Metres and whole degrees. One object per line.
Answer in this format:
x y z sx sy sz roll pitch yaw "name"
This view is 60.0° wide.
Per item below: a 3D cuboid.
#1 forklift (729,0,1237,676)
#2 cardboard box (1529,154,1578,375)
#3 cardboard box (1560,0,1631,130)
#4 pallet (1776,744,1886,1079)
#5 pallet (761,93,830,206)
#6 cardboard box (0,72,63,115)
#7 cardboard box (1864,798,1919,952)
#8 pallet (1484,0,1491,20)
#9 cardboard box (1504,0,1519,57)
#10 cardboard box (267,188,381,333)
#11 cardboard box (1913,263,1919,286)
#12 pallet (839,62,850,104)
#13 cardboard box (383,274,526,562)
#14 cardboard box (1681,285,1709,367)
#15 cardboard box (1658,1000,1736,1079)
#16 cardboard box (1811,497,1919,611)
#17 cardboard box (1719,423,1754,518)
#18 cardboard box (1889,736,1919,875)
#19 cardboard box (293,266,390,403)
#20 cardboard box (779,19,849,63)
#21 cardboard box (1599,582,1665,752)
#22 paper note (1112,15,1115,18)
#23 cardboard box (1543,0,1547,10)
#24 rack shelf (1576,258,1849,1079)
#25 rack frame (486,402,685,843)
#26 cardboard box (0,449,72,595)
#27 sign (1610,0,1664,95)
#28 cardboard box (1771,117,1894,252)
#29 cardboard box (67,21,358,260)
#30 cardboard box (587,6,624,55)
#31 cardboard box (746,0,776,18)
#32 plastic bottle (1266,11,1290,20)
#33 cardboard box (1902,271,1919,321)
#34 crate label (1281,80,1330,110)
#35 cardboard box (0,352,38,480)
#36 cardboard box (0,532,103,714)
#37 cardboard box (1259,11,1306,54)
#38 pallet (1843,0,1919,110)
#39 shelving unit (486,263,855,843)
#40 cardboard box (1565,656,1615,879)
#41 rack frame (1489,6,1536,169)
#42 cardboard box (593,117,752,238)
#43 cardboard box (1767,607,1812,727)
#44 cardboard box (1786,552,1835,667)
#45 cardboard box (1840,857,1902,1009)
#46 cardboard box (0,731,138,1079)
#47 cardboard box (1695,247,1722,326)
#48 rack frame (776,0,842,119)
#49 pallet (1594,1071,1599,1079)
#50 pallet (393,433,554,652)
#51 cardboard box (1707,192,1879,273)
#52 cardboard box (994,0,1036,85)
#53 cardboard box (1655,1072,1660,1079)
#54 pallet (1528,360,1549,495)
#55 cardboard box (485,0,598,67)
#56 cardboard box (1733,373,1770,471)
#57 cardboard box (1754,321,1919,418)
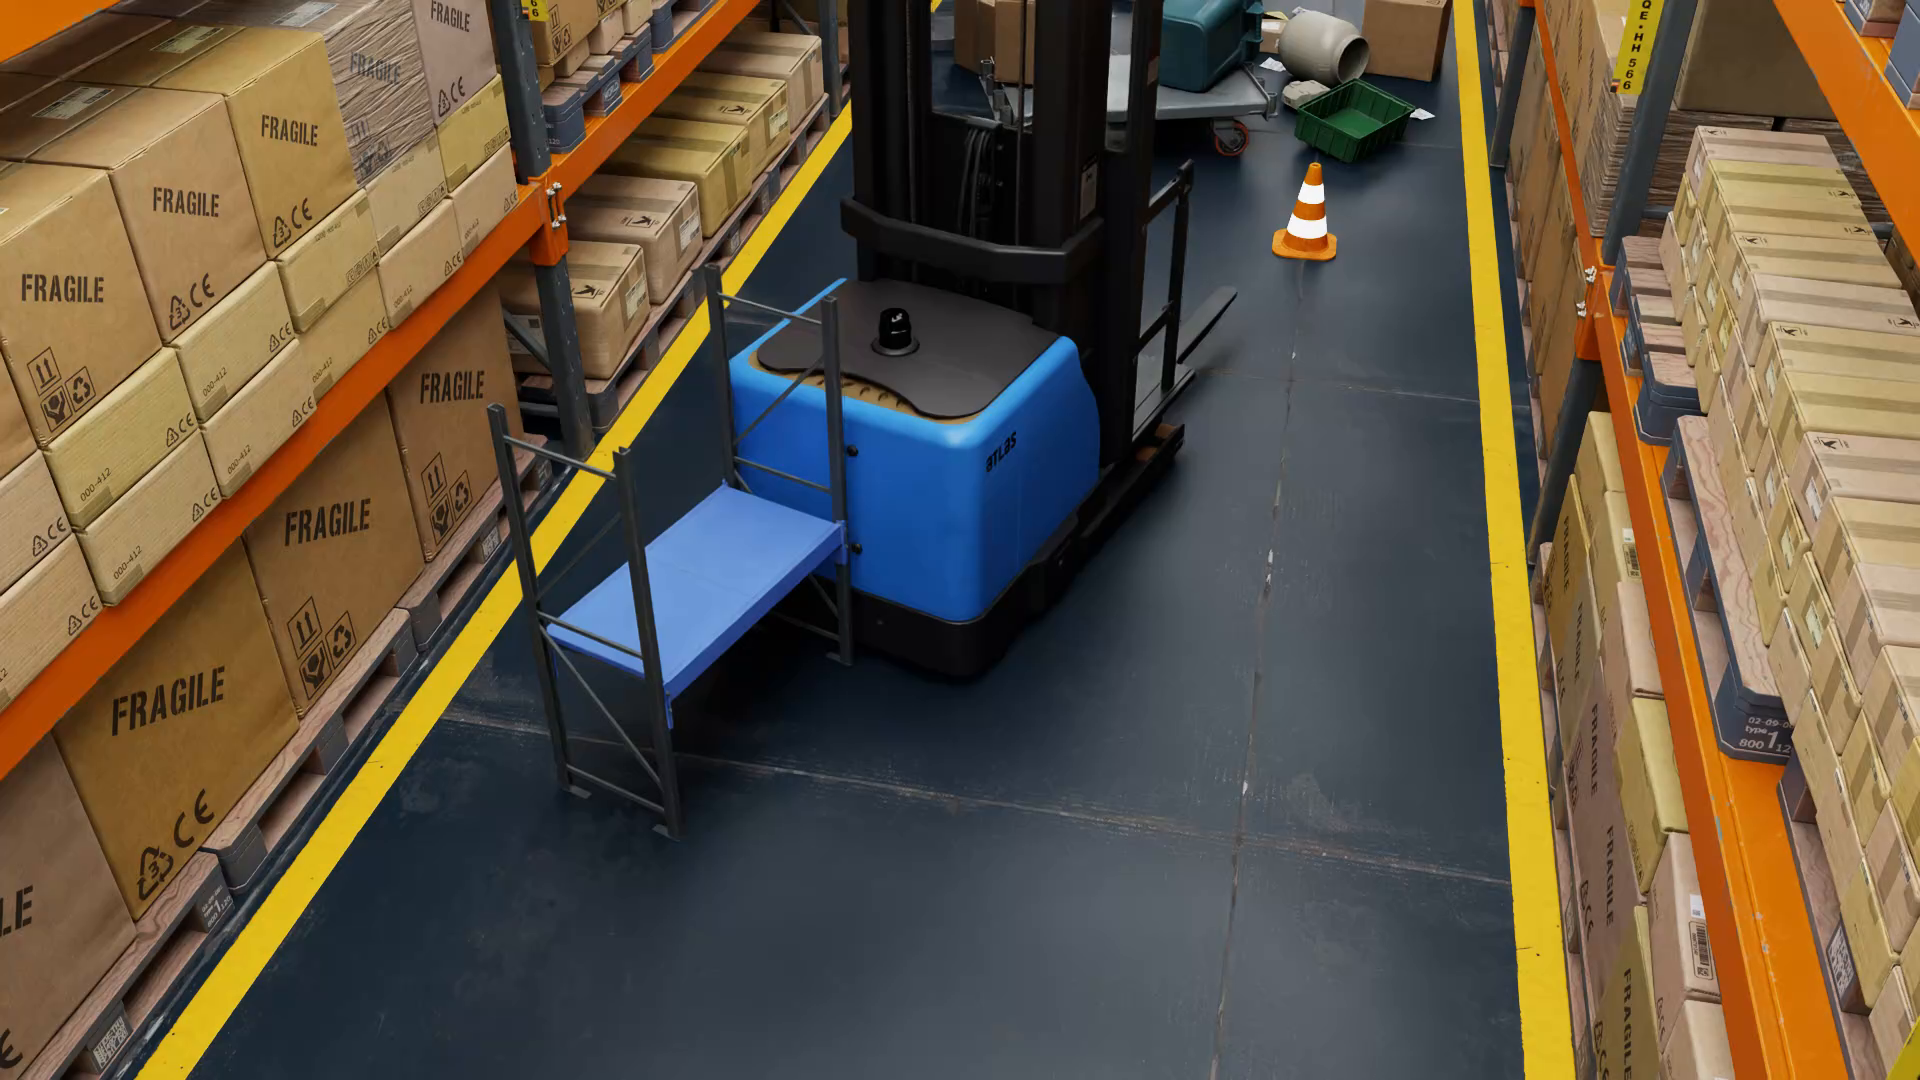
0.316 -1.544 6.382 1.130 2.935 3.031 18 40 23 "forklift"
3.158 -1.179 7.381 1.050 0.750 0.750 8 37 11 "cardboard box"
2.805 -1.986 6.848 0.500 0.500 0.500 7 36 9 "cardboard box"
2.207 0.870 3.157 1.003 0.211 1.213 7 37 10 "pallet"
-1.411 -2.361 9.828 1.003 0.211 1.213 7 37 10 "pallet"
-2.778 -0.968 4.592 0.500 0.500 0.500 8 37 11 "cardboard box"
1.849 0.620 2.942 0.380 0.149 0.250 8 37 10 "cardboard box"
4.371 -4.070 12.186 1.003 0.211 1.213 7 37 10 "pallet"
4.002 -3.553 10.549 0.875 0.875 0.875 8 37 10 "cardboard box"
-2.151 -0.885 5.117 0.500 0.250 0.500 6 36 9 "cardboard box"
3.040 -0.776 4.868 0.380 0.149 0.250 9 37 12 "cardboard box"
-1.138 -3.197 10.981 1.003 0.211 1.213 7 37 10 "pallet"
-2.330 -0.568 6.430 0.875 0.875 0.875 7 37 10 "cardboard box"
2.349 -0.609 4.891 0.380 0.149 0.250 9 37 12 "cardboard box"
1.814 1.292 3.544 0.500 0.250 0.500 6 36 9 "cardboard box"
2.023 0.055 3.467 0.380 0.149 0.250 6 36 8 "cardboard box"
2.182 -0.158 4.268 0.380 0.149 0.250 8 37 11 "cardboard box"
1.854 0.494 2.861 0.380 0.149 0.250 6 36 9 "cardboard box"
-2.172 -0.679 5.258 0.500 0.250 0.500 7 37 9 "cardboard box"
-0.857 -3.298 10.729 0.500 0.250 0.500 6 36 8 "cardboard box"
2.146 0.395 4.782 0.500 0.250 0.500 8 37 10 "cardboard box"
1.023 -3.763 11.926 0.148 0.019 0.142 20 41 26 "paper note"
3.128 -2.857 8.051 0.500 0.500 0.500 8 37 10 "cardboard box"
2.329 0.357 4.314 1.077 0.370 4.000 7 37 10 "rack shelf"
-1.120 0.296 5.064 0.500 1.500 0.032 19 40 24 "rack frame"
-2.502 -0.011 3.911 0.500 0.250 0.500 8 37 11 "cardboard box"
2.214 -1.617 5.439 0.100 0.325 0.005 7 37 10 "sign"
3.116 -1.345 5.964 0.500 0.500 0.500 8 37 10 "cardboard box"
-2.170 -1.180 4.885 0.500 0.500 0.500 7 37 10 "cardboard box"
-1.653 -2.184 7.063 0.380 0.149 0.250 5 36 7 "cardboard box"
-1.382 -3.670 10.604 0.500 0.500 0.500 7 36 9 "cardboard box"
2.255 -3.659 11.747 0.133 0.061 0.283 -5 36 -6 "plastic bottle"
3.045 -0.667 4.970 0.380 0.149 0.250 7 37 10 "cardboard box"
2.188 -2.799 10.495 0.298 0.136 0.250 -17 39 -22 "crate label"
-2.499 -0.307 3.680 0.500 0.500 0.500 7 37 10 "cardboard box"
-2.494 0.195 4.053 0.500 0.250 0.500 6 36 9 "cardboard box"
2.179 -3.483 11.330 0.396 0.266 0.258 14 38 18 "cardboard box"
2.357 -0.862 2.987 1.213 0.211 1.003 7 37 10 "pallet"
-0.866 0.037 5.420 0.538 1.500 1.048 19 40 24 "shelving unit"
2.147 0.718 4.975 0.500 0.500 0.500 6 36 9 "cardboard box"
3.611 -3.374 8.849 1.000 3.000 0.127 7 37 10 "rack frame"
-1.653 -1.930 8.739 0.950 0.372 0.625 8 37 12 "cardboard box"
2.011 0.296 3.642 0.380 0.149 0.250 6 36 8 "cardboard box"
2.016 0.171 3.560 0.380 0.149 0.250 6 36 8 "cardboard box"
1.848 0.742 3.026 0.380 0.149 0.250 8 37 10 "cardboard box"
-2.901 0.975 4.302 0.875 0.875 0.875 8 37 11 "cardboard box"
2.347 -0.709 4.774 0.380 0.149 0.250 6 36 9 "cardboard box"
-1.247 -3.937 9.626 1.000 3.000 0.127 7 37 10 "rack frame"
2.067 1.895 3.956 1.003 0.211 1.213 7 37 10 "pallet"
-2.343 -0.072 6.669 1.003 0.211 1.213 7 37 10 "pallet"
2.357 -0.855 4.723 0.380 0.149 0.250 7 37 10 "cardboard box"
0.499 -3.025 9.853 0.500 0.500 0.500 7 37 10 "cardboard box"
1.814 1.599 3.761 0.500 0.500 0.500 7 36 9 "cardboard box"
2.998 -0.394 7.114 1.003 0.211 1.213 7 37 10 "pallet"
-1.779 -2.203 6.537 0.500 0.500 0.500 6 36 9 "cardboard box"
2.183 -0.279 4.182 0.380 0.149 0.250 7 37 10 "cardboard box"
2.189 -0.396 4.089 0.380 0.149 0.250 8 37 11 "cardboard box"
